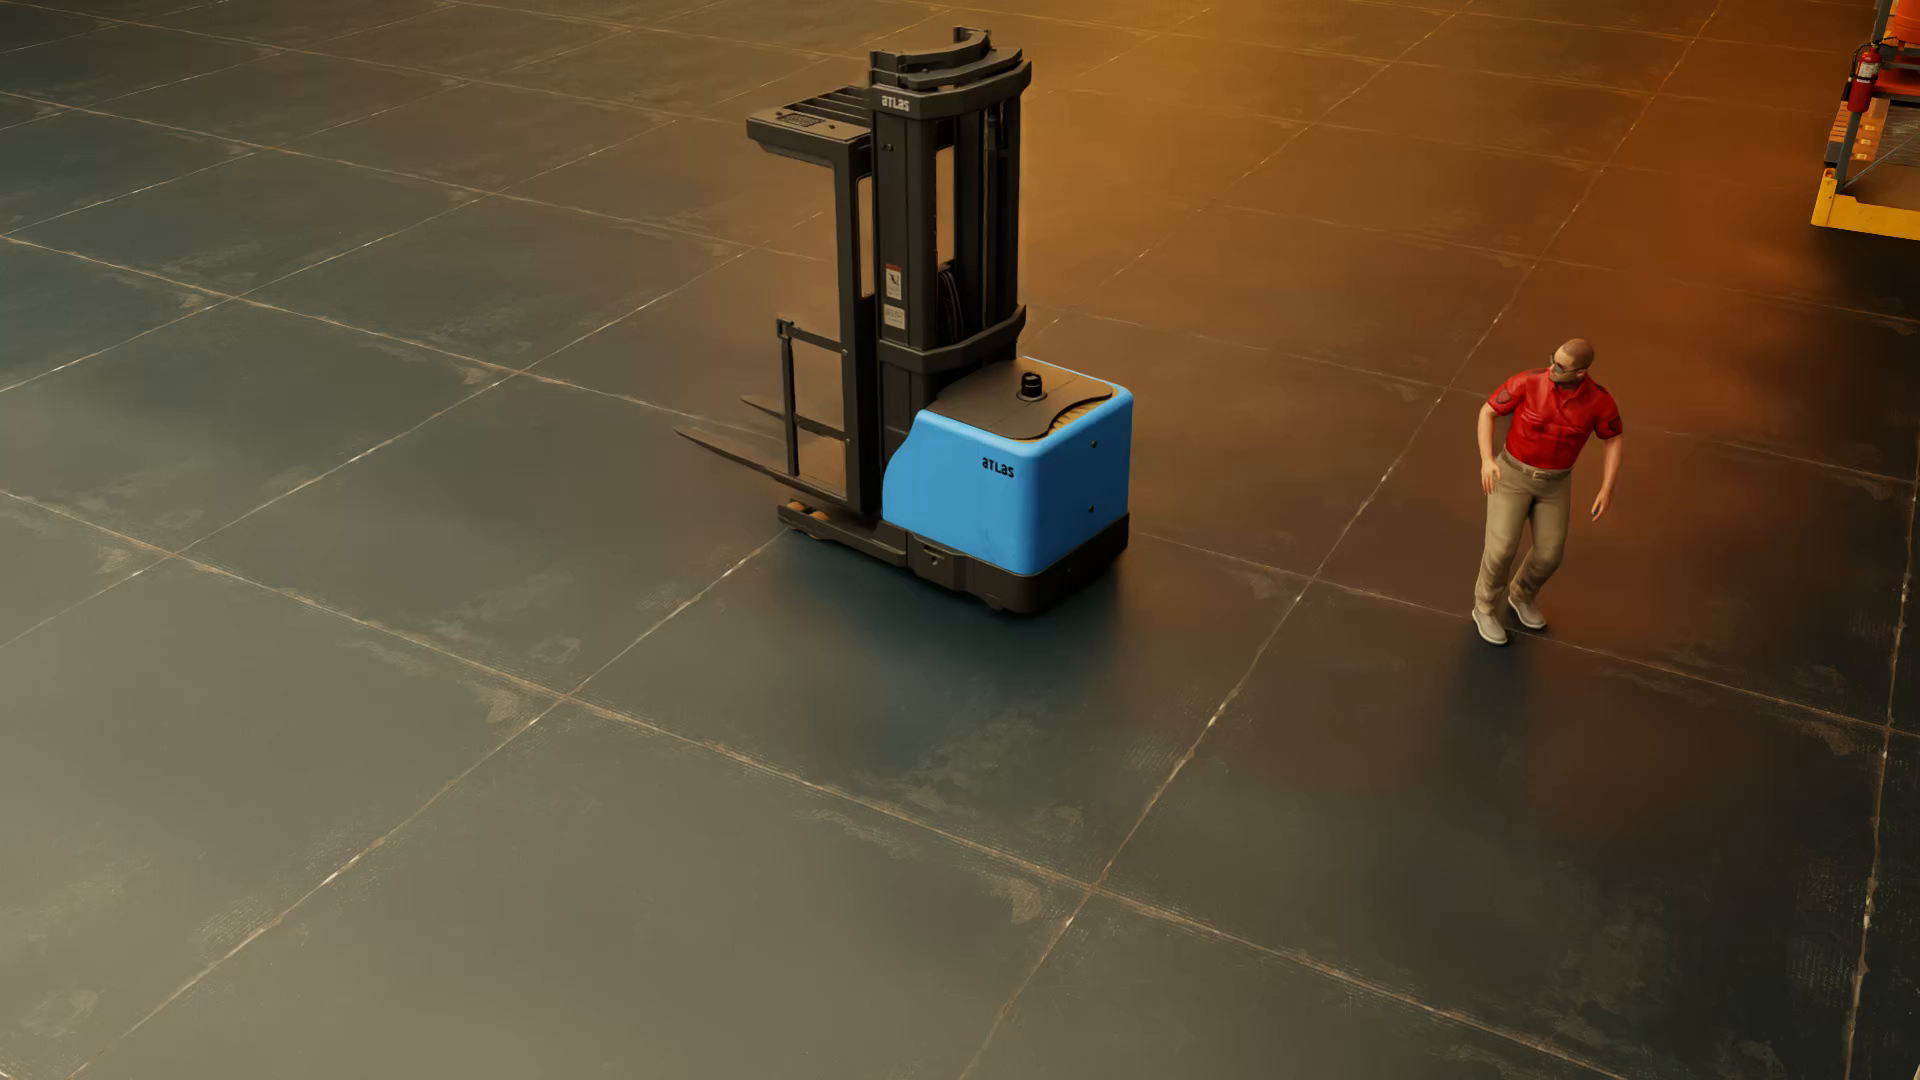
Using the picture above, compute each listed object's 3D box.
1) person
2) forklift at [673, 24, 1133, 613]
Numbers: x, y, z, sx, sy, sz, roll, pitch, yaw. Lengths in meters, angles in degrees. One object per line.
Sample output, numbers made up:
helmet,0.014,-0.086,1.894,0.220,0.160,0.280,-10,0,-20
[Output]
person,3.094,-0.271,8.781,0.734,1.700,0.505,2,30,4
forklift,-0.479,-1.459,9.598,3.031,2.935,1.130,22,36,33
